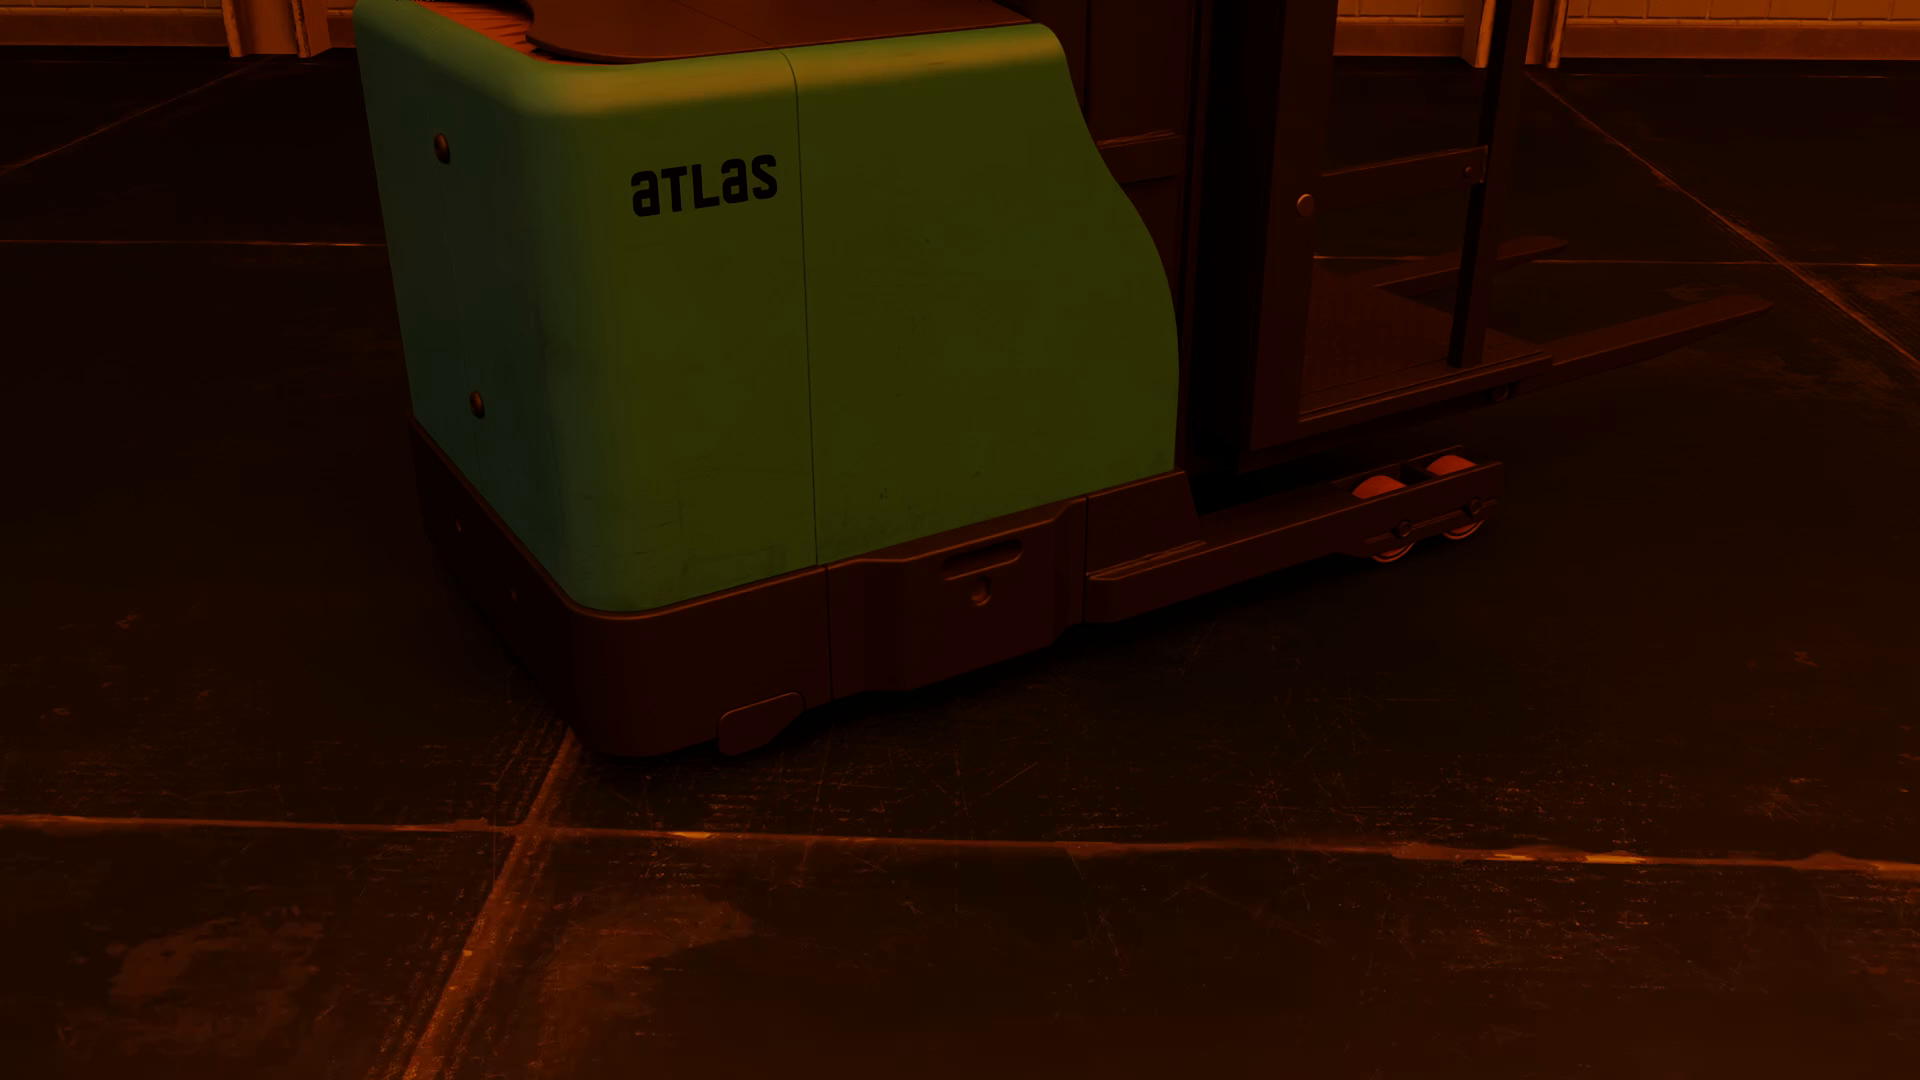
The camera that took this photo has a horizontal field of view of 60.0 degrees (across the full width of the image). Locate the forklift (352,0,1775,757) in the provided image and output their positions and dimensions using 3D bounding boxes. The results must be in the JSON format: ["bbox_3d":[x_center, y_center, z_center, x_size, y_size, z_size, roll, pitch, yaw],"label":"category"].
[{"bbox_3d":[0.486,-1.453,2.966,3.031,2.935,1.130,-15,30,-28],"label":"forklift"}]
